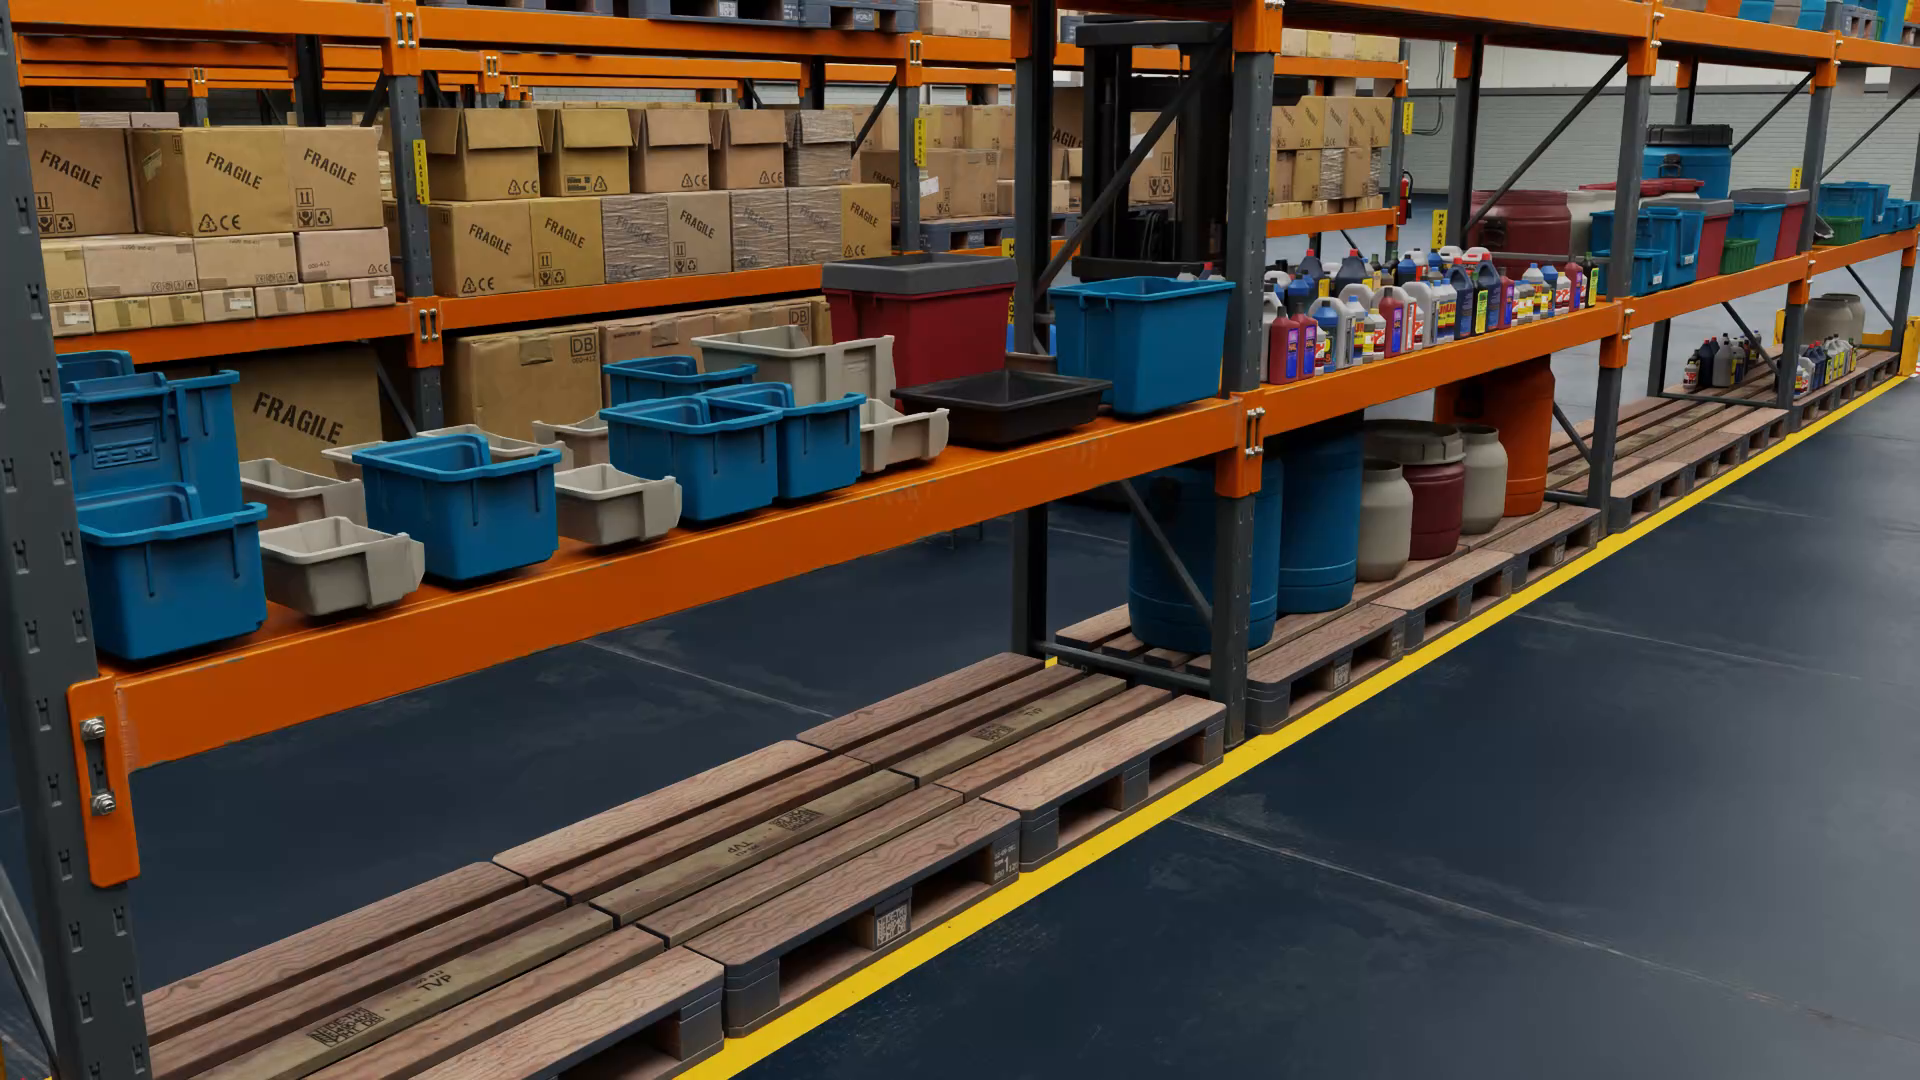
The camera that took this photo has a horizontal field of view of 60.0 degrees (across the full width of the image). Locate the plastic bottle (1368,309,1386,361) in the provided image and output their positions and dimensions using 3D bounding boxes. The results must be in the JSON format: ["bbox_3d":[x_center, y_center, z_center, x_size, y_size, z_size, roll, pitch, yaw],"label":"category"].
[{"bbox_3d":[1.661,-0.827,6.690,0.097,0.201,0.097,0,14,0],"label":"plastic bottle"}]

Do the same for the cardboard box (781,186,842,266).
[{"bbox_3d":[-1.146,-2.122,11.180,0.500,0.500,0.500,11,18,37],"label":"cardboard box"}]

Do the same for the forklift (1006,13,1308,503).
[{"bbox_3d":[1.514,-1.926,10.754,1.130,2.935,3.031,11,18,36],"label":"forklift"}]

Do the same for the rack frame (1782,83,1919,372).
[{"bbox_3d":[8.170,-3.066,15.102,1.000,3.000,0.127,11,18,38],"label":"rack frame"}]

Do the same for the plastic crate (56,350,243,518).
[{"bbox_3d":[-1.821,-0.142,3.394,0.616,0.435,0.499,11,18,38],"label":"plastic crate"}]

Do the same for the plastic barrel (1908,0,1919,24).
[{"bbox_3d":[7.963,-4.819,14.184,0.600,0.830,0.708,11,18,38],"label":"plastic barrel"}]

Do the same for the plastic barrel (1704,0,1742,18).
[{"bbox_3d":[4.238,-3.445,9.628,0.600,0.830,0.708,11,18,38],"label":"plastic barrel"}]

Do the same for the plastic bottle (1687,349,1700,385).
[{"bbox_3d":[5.701,-1.340,12.930,0.061,0.283,0.133,12,19,40],"label":"plastic bottle"}]

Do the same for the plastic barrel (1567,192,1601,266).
[{"bbox_3d":[3.622,-1.819,9.962,0.421,0.512,0.421,0,14,0],"label":"plastic barrel"}]

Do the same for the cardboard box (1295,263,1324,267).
[{"bbox_3d":[3.912,-2.708,17.914,0.500,0.500,0.500,-12,18,-39],"label":"cardboard box"}]

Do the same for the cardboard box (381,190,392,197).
[{"bbox_3d":[-4.936,-2.860,13.947,0.380,0.149,0.250,11,18,37],"label":"cardboard box"}]

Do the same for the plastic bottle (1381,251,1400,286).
[{"bbox_3d":[2.208,-1.338,8.534,0.061,0.283,0.133,11,18,38],"label":"plastic bottle"}]

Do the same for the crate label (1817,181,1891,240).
[{"bbox_3d":[7.223,-2.689,13.545,0.502,0.435,0.616,11,18,38],"label":"crate label"}]

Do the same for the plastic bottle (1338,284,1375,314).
[{"bbox_3d":[1.678,-0.939,6.978,0.152,0.276,0.135,11,18,38],"label":"plastic bottle"}]

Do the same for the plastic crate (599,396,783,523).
[{"bbox_3d":[-0.648,-0.199,4.031,0.416,0.233,0.300,11,18,38],"label":"plastic crate"}]

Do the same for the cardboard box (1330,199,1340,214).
[{"bbox_3d":[3.665,-3.434,17.059,0.380,0.149,0.250,11,18,38],"label":"cardboard box"}]

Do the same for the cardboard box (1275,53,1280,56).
[{"bbox_3d":[2.614,-4.597,15.338,0.500,0.250,0.500,11,18,37],"label":"cardboard box"}]

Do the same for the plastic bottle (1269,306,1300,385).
[{"bbox_3d":[1.190,-0.716,6.086,0.061,0.283,0.133,11,18,38],"label":"plastic bottle"}]

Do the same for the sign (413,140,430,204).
[{"bbox_3d":[-2.792,-1.907,8.619,0.100,0.325,0.005,11,18,38],"label":"sign"}]

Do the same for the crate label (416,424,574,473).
[{"bbox_3d":[-1.165,-0.198,4.224,0.396,0.136,0.243,11,18,38],"label":"crate label"}]

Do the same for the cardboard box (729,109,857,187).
[{"bbox_3d":[-1.183,-2.698,11.411,0.797,0.503,0.637,12,19,39],"label":"cardboard box"}]

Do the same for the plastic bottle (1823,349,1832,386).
[{"bbox_3d":[6.741,-1.349,12.963,0.061,0.283,0.133,12,19,40],"label":"plastic bottle"}]

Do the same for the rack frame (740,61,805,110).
[{"bbox_3d":[-1.991,-3.854,18.201,1.000,3.000,0.127,11,18,38],"label":"rack frame"}]

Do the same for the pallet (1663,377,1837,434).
[{"bbox_3d":[6.110,-1.071,12.910,1.003,0.211,1.213,11,18,38],"label":"pallet"}]

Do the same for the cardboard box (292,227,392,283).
[{"bbox_3d":[-3.298,-1.481,8.561,0.500,0.250,0.500,11,18,37],"label":"cardboard box"}]

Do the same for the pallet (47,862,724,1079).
[{"bbox_3d":[-1.338,1.197,3.981,1.003,0.211,1.213,11,18,38],"label":"pallet"}]

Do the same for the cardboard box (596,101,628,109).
[{"bbox_3d":[-4.785,-5.515,21.901,0.700,0.500,0.500,11,18,36],"label":"cardboard box"}]

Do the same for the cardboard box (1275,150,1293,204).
[{"bbox_3d":[2.712,-3.538,16.150,0.875,0.500,0.500,11,18,38],"label":"cardboard box"}]

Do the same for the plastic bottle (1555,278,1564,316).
[{"bbox_3d":[2.926,-1.212,8.207,0.097,0.201,0.097,0,14,0],"label":"plastic bottle"}]

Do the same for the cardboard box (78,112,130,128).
[{"bbox_3d":[-8.856,-4.128,17.048,0.500,0.500,0.500,12,18,39],"label":"cardboard box"}]

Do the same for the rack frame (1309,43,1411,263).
[{"bbox_3d":[4.317,-3.833,18.119,1.000,3.000,0.127,11,18,38],"label":"rack frame"}]

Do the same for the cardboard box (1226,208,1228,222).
[{"bbox_3d":[2.340,-2.986,15.294,0.380,0.149,0.250,11,18,38],"label":"cardboard box"}]

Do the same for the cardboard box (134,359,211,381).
[{"bbox_3d":[-4.268,-0.422,8.155,0.875,0.875,0.875,11,18,38],"label":"cardboard box"}]

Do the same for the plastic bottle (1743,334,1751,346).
[{"bbox_3d":[6.572,-1.593,13.948,0.097,0.271,0.097,0,14,0],"label":"plastic bottle"}]

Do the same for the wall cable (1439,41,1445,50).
[{"bbox_3d":[15.447,-15.677,48.605,3.097,2.526,0.112,11,18,38],"label":"wall cable"}]

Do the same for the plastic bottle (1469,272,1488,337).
[{"bbox_3d":[2.301,-1.054,7.419,0.061,0.283,0.133,11,18,38],"label":"plastic bottle"}]

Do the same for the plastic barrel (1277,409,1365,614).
[{"bbox_3d":[1.428,-0.192,7.195,0.600,0.901,0.708,11,18,38],"label":"plastic barrel"}]

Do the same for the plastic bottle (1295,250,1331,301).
[{"bbox_3d":[1.643,-1.182,7.784,0.144,0.351,0.185,11,18,38],"label":"plastic bottle"}]

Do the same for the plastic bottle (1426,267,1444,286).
[{"bbox_3d":[2.436,-1.301,8.555,0.097,0.201,0.097,0,14,0],"label":"plastic bottle"}]

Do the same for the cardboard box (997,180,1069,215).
[{"bbox_3d":[0.521,-2.717,13.178,0.500,0.250,0.500,11,18,36],"label":"cardboard box"}]

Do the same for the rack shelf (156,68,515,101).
[{"bbox_3d":[-7.162,-5.323,19.352,1.077,0.370,4.000,11,18,38],"label":"rack shelf"}]

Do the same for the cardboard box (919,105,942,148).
[{"bbox_3d":[-0.704,-4.823,19.520,0.875,0.550,0.500,11,18,38],"label":"cardboard box"}]

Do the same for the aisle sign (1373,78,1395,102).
[{"bbox_3d":[4.590,-5.058,17.663,0.394,0.787,0.004,11,18,38],"label":"aisle sign"}]

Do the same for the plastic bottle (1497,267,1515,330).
[{"bbox_3d":[2.501,-1.115,7.659,0.061,0.283,0.133,11,18,38],"label":"plastic bottle"}]

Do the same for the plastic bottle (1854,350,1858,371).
[{"bbox_3d":[7.356,-1.504,13.740,0.097,0.201,0.097,0,14,0],"label":"plastic bottle"}]

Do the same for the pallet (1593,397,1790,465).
[{"bbox_3d":[5.192,-0.792,11.814,1.003,0.211,1.213,11,18,38],"label":"pallet"}]

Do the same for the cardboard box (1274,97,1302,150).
[{"bbox_3d":[2.912,-3.983,15.870,0.500,0.500,0.500,11,18,38],"label":"cardboard box"}]

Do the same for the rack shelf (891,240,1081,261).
[{"bbox_3d":[0.546,-2.335,13.684,1.077,0.370,4.000,11,18,38],"label":"rack shelf"}]

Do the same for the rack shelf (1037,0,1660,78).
[{"bbox_3d":[1.885,-2.257,7.282,1.077,0.370,4.000,11,18,38],"label":"rack shelf"}]

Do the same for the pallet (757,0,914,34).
[{"bbox_3d":[-1.074,-3.532,11.224,1.213,0.211,1.003,12,19,40],"label":"pallet"}]

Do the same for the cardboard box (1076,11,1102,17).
[{"bbox_3d":[0.839,-4.519,13.665,0.797,0.503,0.637,12,19,40],"label":"cardboard box"}]

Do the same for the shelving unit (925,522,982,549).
[{"bbox_3d":[-0.034,-0.499,8.953,0.215,1.050,0.252,11,18,38],"label":"shelving unit"}]

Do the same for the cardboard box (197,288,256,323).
[{"bbox_3d":[-3.646,-1.156,8.092,0.380,0.149,0.250,12,18,39],"label":"cardboard box"}]

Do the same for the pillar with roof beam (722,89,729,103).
[{"bbox_3d":[-1.273,-9.531,28.363,9.100,9.000,0.400,11,18,38],"label":"pillar with roof beam"}]

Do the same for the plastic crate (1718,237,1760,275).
[{"bbox_3d":[4.781,-1.820,10.627,0.450,0.188,0.662,11,18,38],"label":"plastic crate"}]
